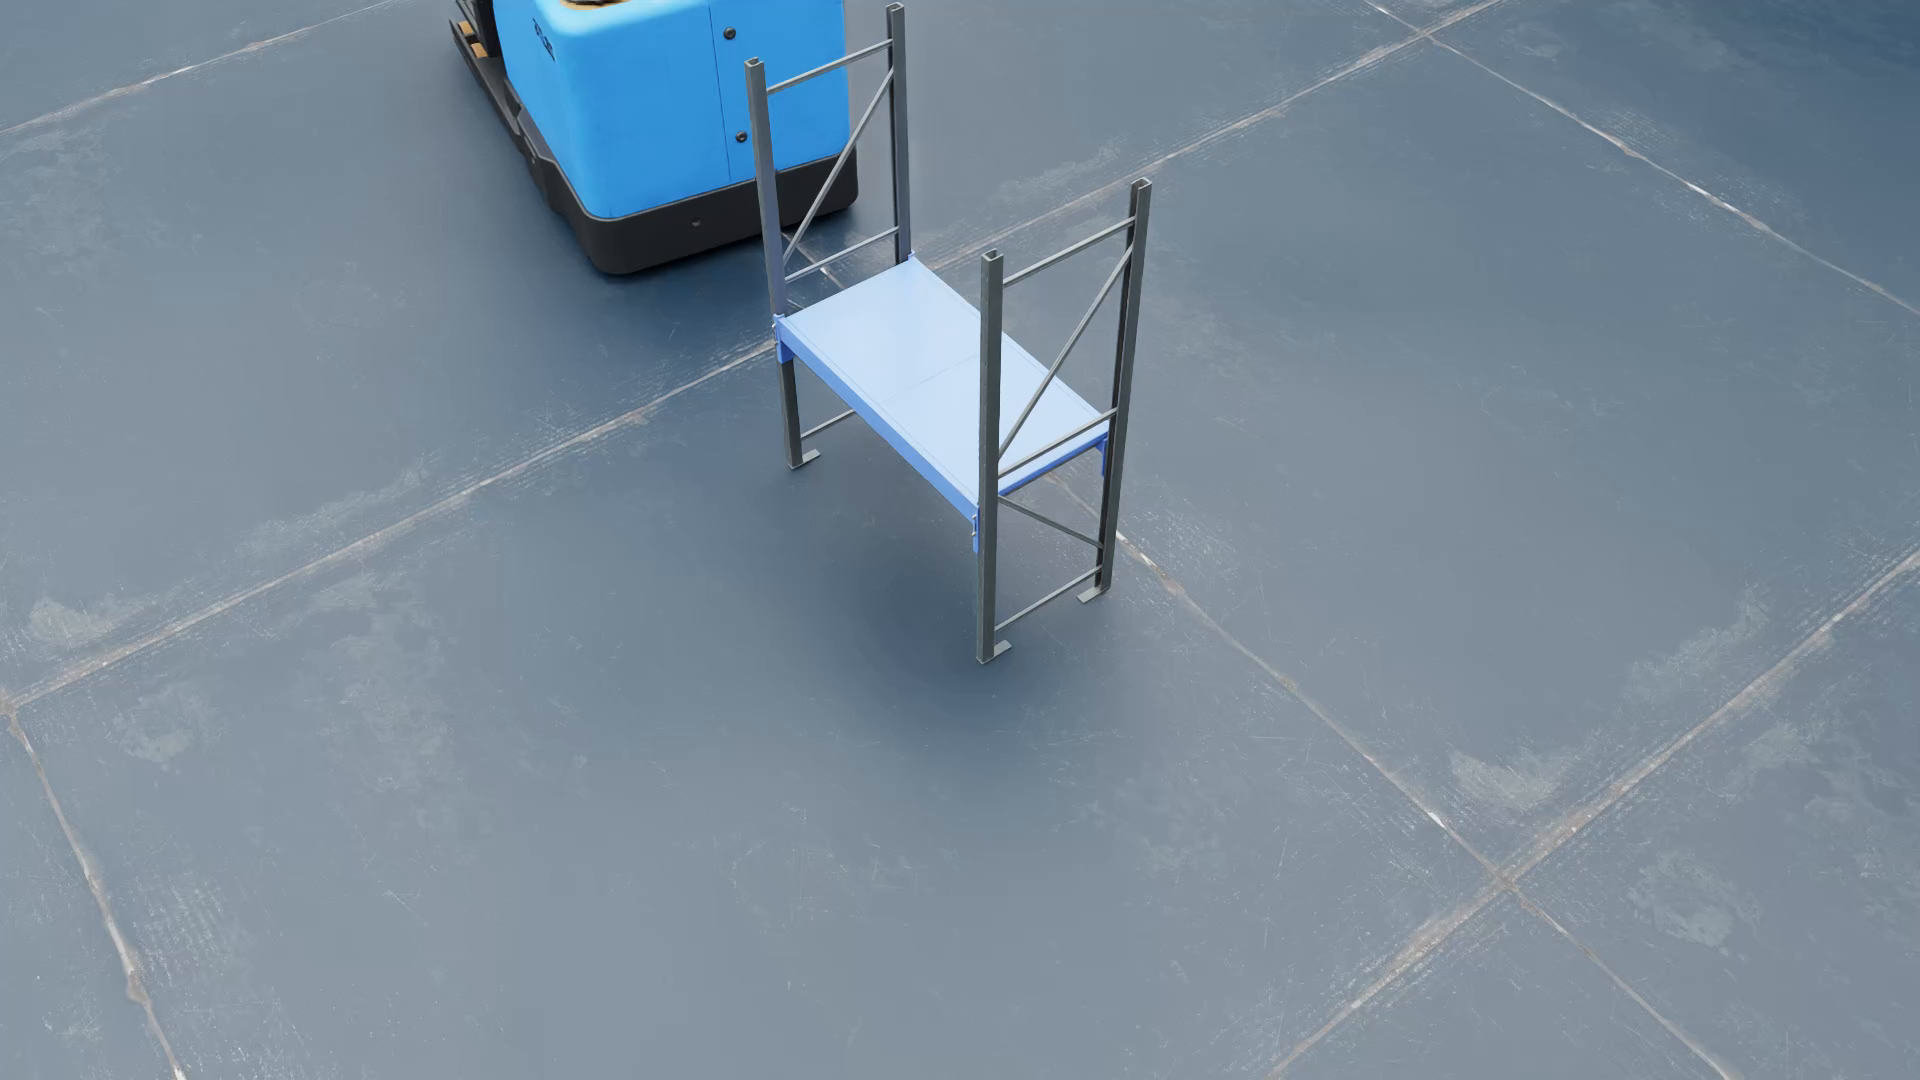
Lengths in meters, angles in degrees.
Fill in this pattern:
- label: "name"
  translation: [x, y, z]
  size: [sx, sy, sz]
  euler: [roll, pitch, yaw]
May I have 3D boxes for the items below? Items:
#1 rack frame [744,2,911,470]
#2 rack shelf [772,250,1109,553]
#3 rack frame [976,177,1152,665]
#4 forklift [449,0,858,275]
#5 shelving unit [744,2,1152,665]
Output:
- label: "rack frame"
  translation: [-0.359, -0.854, 5.012]
  size: [0.500, 1.500, 0.032]
  euler: [-29, 54, -24]
- label: "rack shelf"
  translation: [-0.052, -0.433, 4.873]
  size: [0.538, 0.185, 1.000]
  euler: [-29, 54, -24]
- label: "rack frame"
  translation: [0.256, -0.254, 4.468]
  size: [0.500, 1.500, 0.032]
  euler: [-29, 54, -24]
- label: "forklift"
  translation: [-1.507, -3.045, 6.032]
  size: [1.130, 2.935, 3.031]
  euler: [-21, 51, -18]
- label: "shelving unit"
  translation: [-0.052, -0.554, 4.740]
  size: [0.538, 1.500, 1.048]
  euler: [-29, 54, -24]
